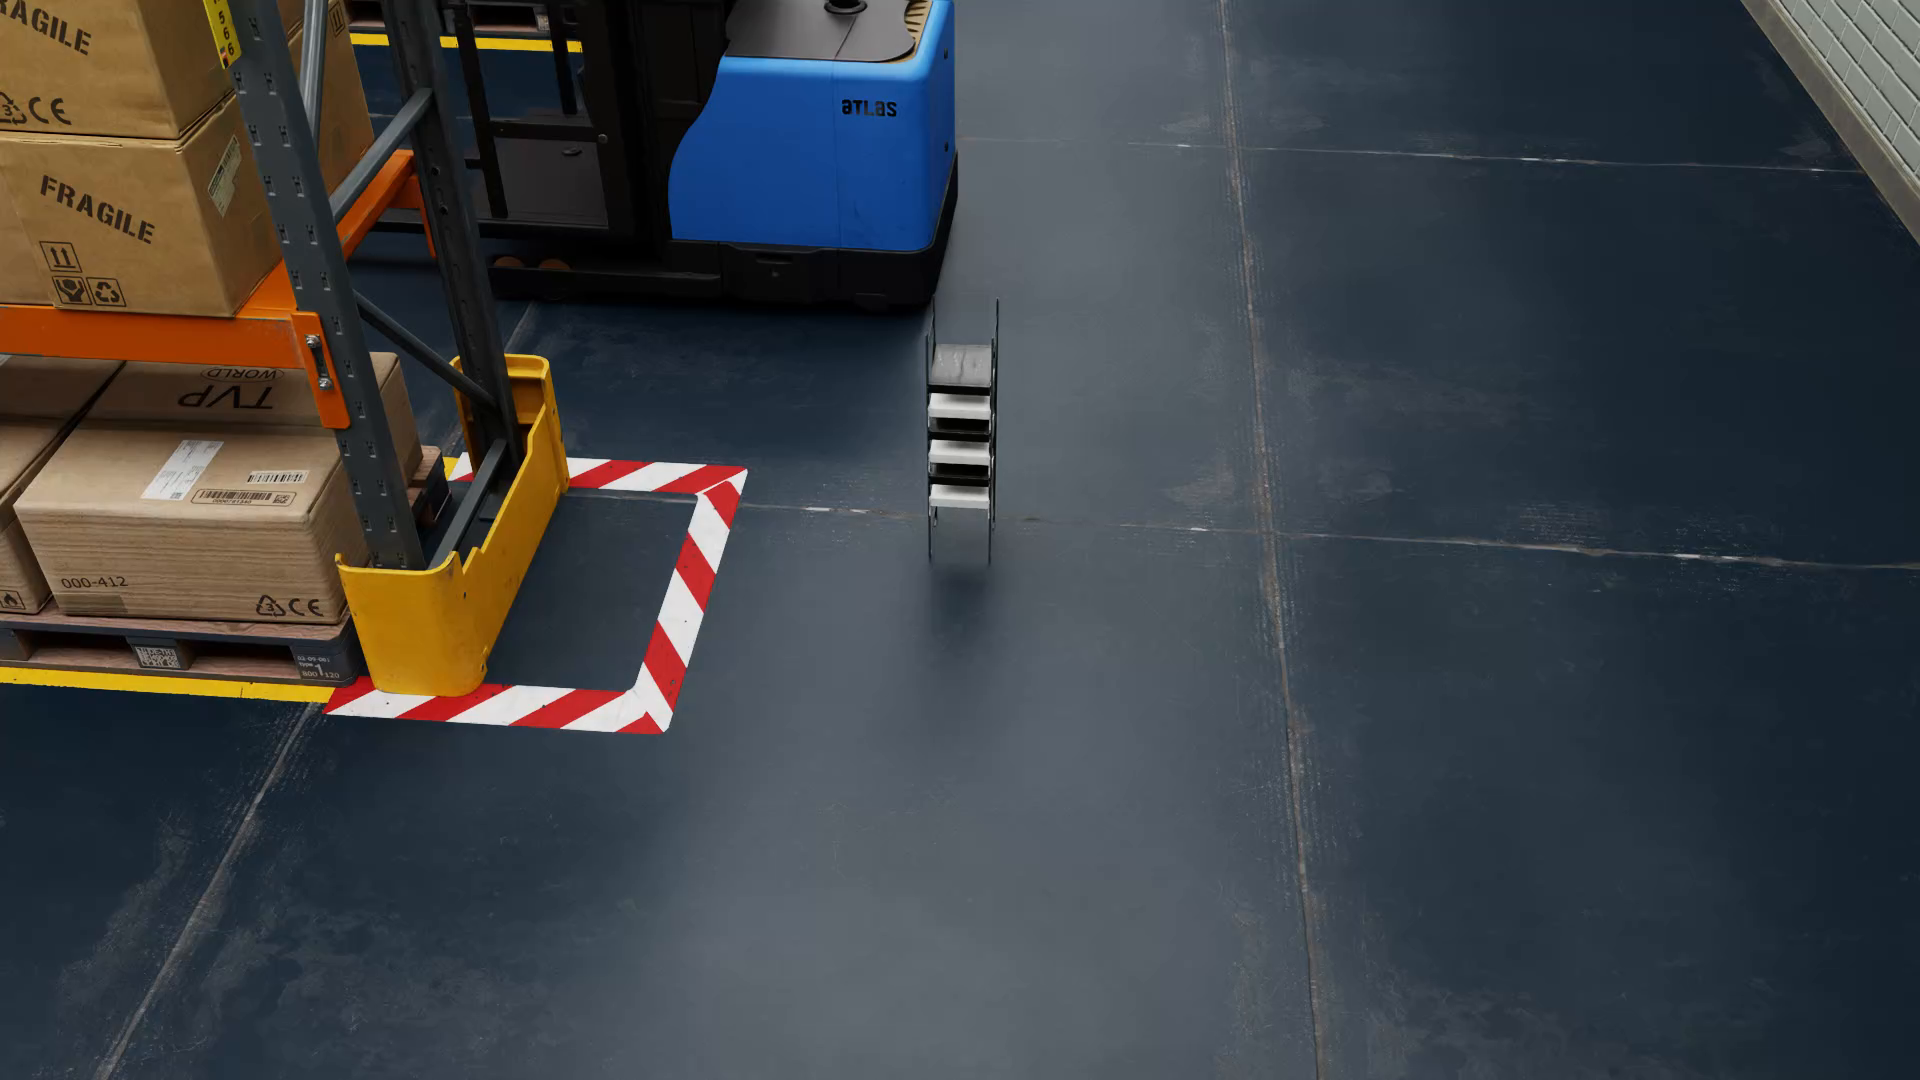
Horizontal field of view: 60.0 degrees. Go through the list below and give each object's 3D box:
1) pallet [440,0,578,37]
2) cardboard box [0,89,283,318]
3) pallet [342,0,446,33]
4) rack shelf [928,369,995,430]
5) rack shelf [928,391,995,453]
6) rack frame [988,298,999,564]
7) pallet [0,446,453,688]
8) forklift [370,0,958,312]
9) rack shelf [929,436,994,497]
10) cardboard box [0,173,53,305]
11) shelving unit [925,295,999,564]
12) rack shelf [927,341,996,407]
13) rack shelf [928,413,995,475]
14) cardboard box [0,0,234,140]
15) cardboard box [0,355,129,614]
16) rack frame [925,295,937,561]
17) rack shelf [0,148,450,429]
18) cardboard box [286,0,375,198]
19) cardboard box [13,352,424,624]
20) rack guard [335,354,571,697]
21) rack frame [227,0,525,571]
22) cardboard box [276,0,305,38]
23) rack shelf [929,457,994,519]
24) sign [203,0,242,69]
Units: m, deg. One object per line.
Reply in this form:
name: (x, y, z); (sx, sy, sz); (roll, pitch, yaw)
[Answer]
pallet: (-2.203, -3.159, 9.464); (1.213, 0.211, 1.003); (3, 39, 4)
cardboard box: (-2.151, -0.950, 4.462); (0.500, 0.500, 0.500); (3, 39, 4)
pallet: (-3.415, -3.227, 9.548); (1.213, 0.211, 1.003); (3, 39, 4)
rack shelf: (0.008, -0.462, 5.373); (0.200, 0.077, 0.258); (3, 39, 4)
rack shelf: (0.008, -0.392, 5.430); (0.200, 0.077, 0.258); (3, 39, 4)
rack frame: (0.109, -0.343, 5.459); (0.006, 0.900, 0.240); (3, 39, 4)
pallet: (-2.451, 0.036, 5.539); (1.213, 0.211, 1.003); (3, 39, 4)
forklift: (-1.563, -2.471, 6.464); (3.031, 2.935, 1.130); (4, 39, 5)
rack shelf: (0.008, -0.253, 5.543); (0.200, 0.077, 0.258); (3, 39, 4)
cardboard box: (-2.650, -0.987, 4.507); (0.500, 0.500, 0.500); (2, 39, 3)
shelving unit: (0.008, -0.349, 5.465); (0.210, 0.900, 0.258); (3, 39, 4)
rack shelf: (0.008, -0.532, 5.316); (0.200, 0.077, 0.258); (3, 39, 4)
rack shelf: (0.008, -0.323, 5.486); (0.200, 0.077, 0.258); (3, 39, 4)
cardboard box: (-2.148, -1.354, 4.167); (0.500, 0.500, 0.500); (4, 39, 5)
cardboard box: (-3.226, -0.238, 5.363); (0.875, 0.438, 0.875); (4, 39, 5)
rack frame: (-0.093, -0.354, 5.472); (0.006, 0.900, 0.240); (3, 39, 4)
rack shelf: (-3.640, -0.881, 5.026); (4.000, 0.370, 1.077); (3, 39, 4)
cardboard box: (-2.101, -1.297, 4.888); (0.500, 0.500, 0.500); (3, 39, 3)
cardboard box: (-2.314, -0.194, 5.309); (0.875, 0.438, 0.875); (2, 39, 2)
rack guard: (-1.624, -0.081, 5.453); (0.348, 0.500, 1.175); (3, 39, 4)
rack frame: (-1.647, -1.051, 4.665); (0.127, 3.000, 1.000); (3, 39, 4)
cardboard box: (-2.101, -1.683, 4.570); (0.500, 0.500, 0.500); (2, 39, 3)
rack shelf: (0.008, -0.183, 5.600); (0.200, 0.077, 0.258); (3, 39, 4)
sign: (-1.708, -1.252, 3.807); (0.005, 0.325, 0.100); (3, 39, 4)
